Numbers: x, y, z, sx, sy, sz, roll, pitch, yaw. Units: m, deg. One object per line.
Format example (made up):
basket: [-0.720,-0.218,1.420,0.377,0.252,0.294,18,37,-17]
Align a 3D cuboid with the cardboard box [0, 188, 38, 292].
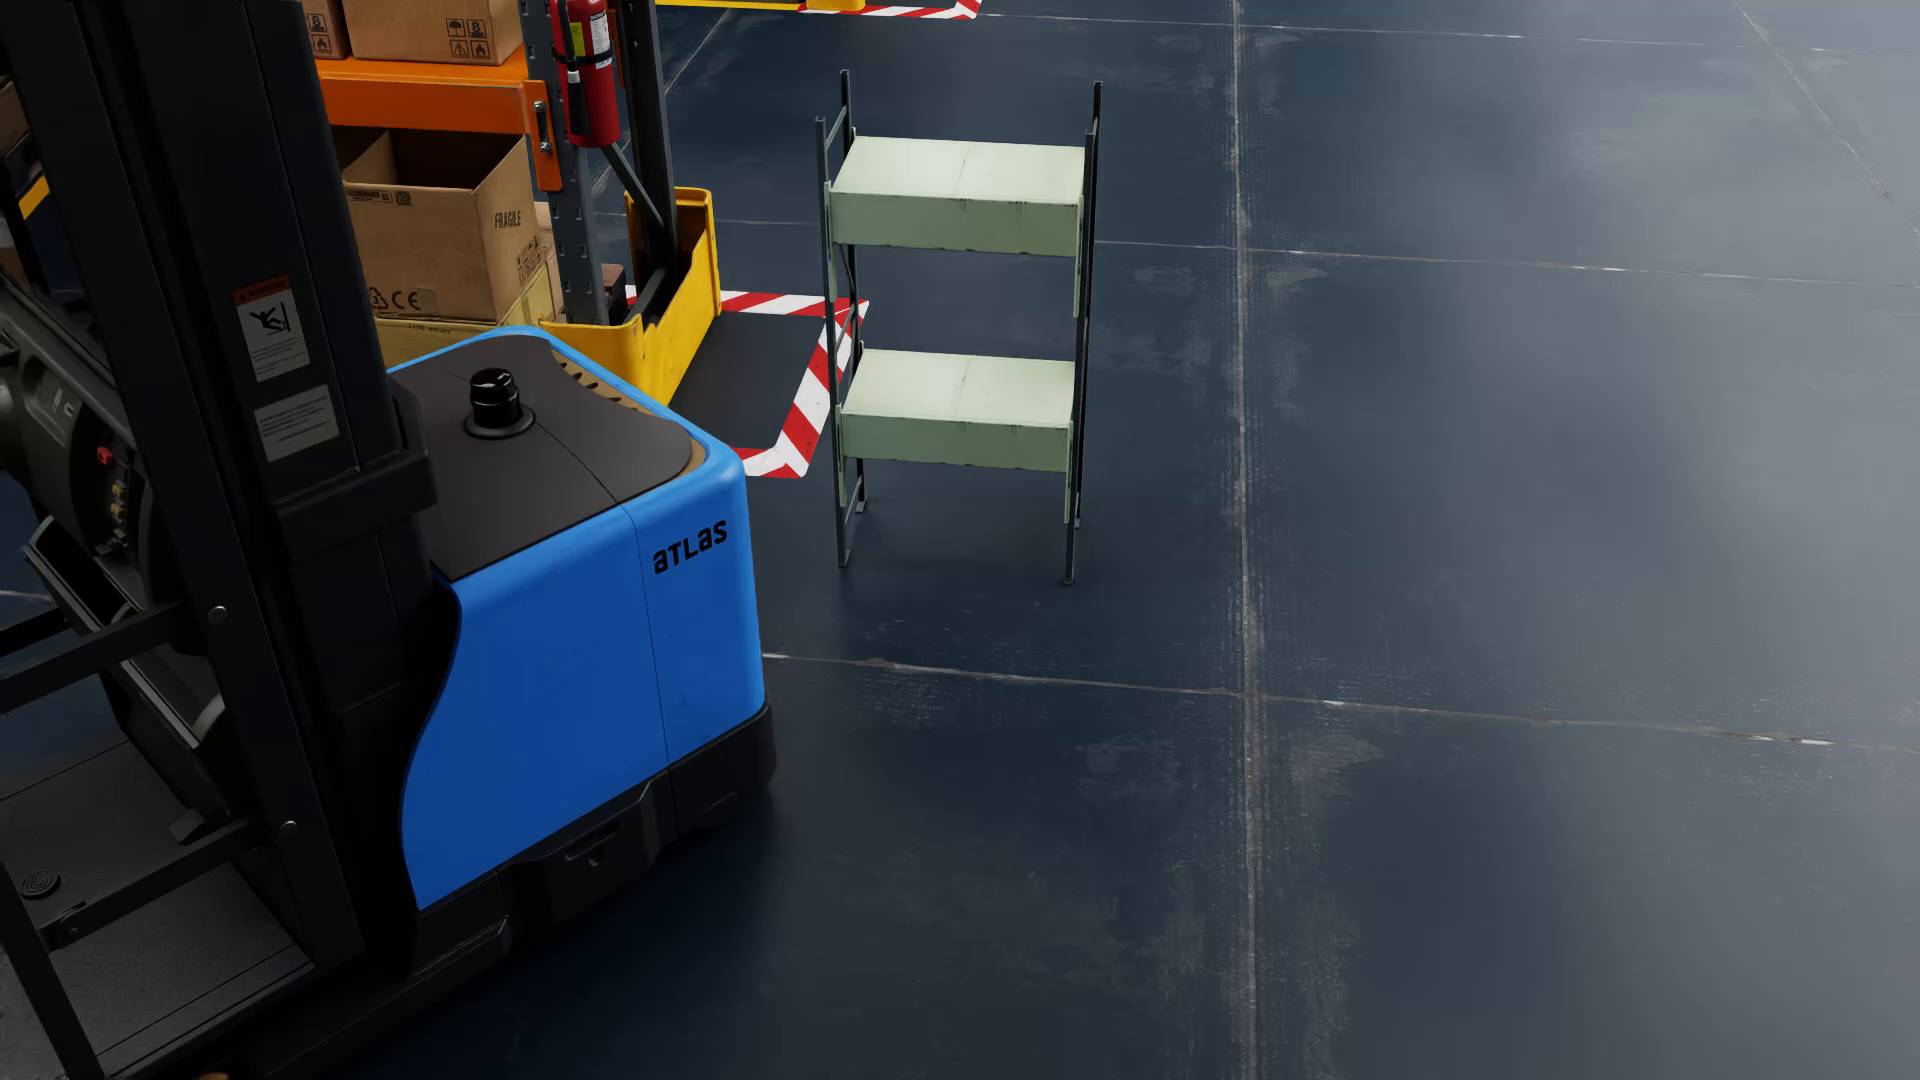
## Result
cardboard box: [-3.297,-1.207,5.960,0.500,0.500,0.500,4,36,6]

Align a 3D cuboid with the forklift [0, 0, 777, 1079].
forklift: [-1.909,-0.128,3.147,3.031,2.935,1.130,-29,45,-34]

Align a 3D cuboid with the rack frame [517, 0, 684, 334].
rack frame: [-1.238,-1.879,5.541,0.127,3.000,1.000,4,36,6]

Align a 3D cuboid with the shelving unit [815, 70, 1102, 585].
shelving unit: [0.007,-0.610,5.055,0.755,1.500,0.431,4,36,6]

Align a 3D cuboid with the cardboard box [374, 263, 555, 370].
cardboard box: [-1.807,-0.800,6.035,0.500,0.250,0.500,4,36,6]

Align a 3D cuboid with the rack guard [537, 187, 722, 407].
rack guard: [-1.214,-0.860,6.265,0.348,0.500,1.175,4,36,6]

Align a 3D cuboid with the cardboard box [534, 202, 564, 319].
cardboard box: [-1.741,-1.098,6.453,0.500,0.250,0.500,4,36,6]

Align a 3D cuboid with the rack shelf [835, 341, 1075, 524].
rack shelf: [0.007,-0.345,5.244,0.720,0.370,0.431,4,36,6]

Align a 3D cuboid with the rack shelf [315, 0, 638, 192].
rack shelf: [-3.222,-1.734,5.958,4.000,0.370,1.077,4,36,6]

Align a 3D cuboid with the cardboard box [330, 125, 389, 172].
cardboard box: [-2.238,-1.439,6.286,0.500,0.500,0.500,4,36,6]

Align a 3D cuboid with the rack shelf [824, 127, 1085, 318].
rack shelf: [0.007,-0.928,4.828,0.720,0.370,0.431,4,36,6]

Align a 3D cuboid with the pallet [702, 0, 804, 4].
pallet: [-1.490,-3.639,10.408,1.213,0.211,1.003,4,36,6]

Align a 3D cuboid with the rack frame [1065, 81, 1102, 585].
rack frame: [0.370,-0.583,5.017,0.023,1.500,0.400,4,36,6]

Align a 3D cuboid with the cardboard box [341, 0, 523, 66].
cardboard box: [-1.699,-1.961,5.571,0.500,0.500,0.700,4,36,6]

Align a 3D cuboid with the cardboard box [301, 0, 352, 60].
cardboard box: [-2.221,-1.997,5.622,0.500,0.500,0.700,5,36,7]

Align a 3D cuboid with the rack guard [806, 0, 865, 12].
rack guard: [-0.685,-3.694,10.236,0.348,0.500,1.175,4,36,6]

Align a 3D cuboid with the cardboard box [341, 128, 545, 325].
cardboard box: [-1.808,-1.104,5.816,0.500,0.500,0.500,4,36,6]

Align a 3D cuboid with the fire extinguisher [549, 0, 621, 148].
fire extinguisher: [-1.180,-1.571,5.177,0.183,0.674,0.296,4,36,6]

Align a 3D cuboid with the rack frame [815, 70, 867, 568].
rack frame: [-0.356,-0.637,5.093,0.023,1.500,0.400,4,36,6]

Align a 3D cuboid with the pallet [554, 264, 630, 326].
pallet: [-2.002,-0.776,6.397,1.213,0.211,1.003,4,36,6]
